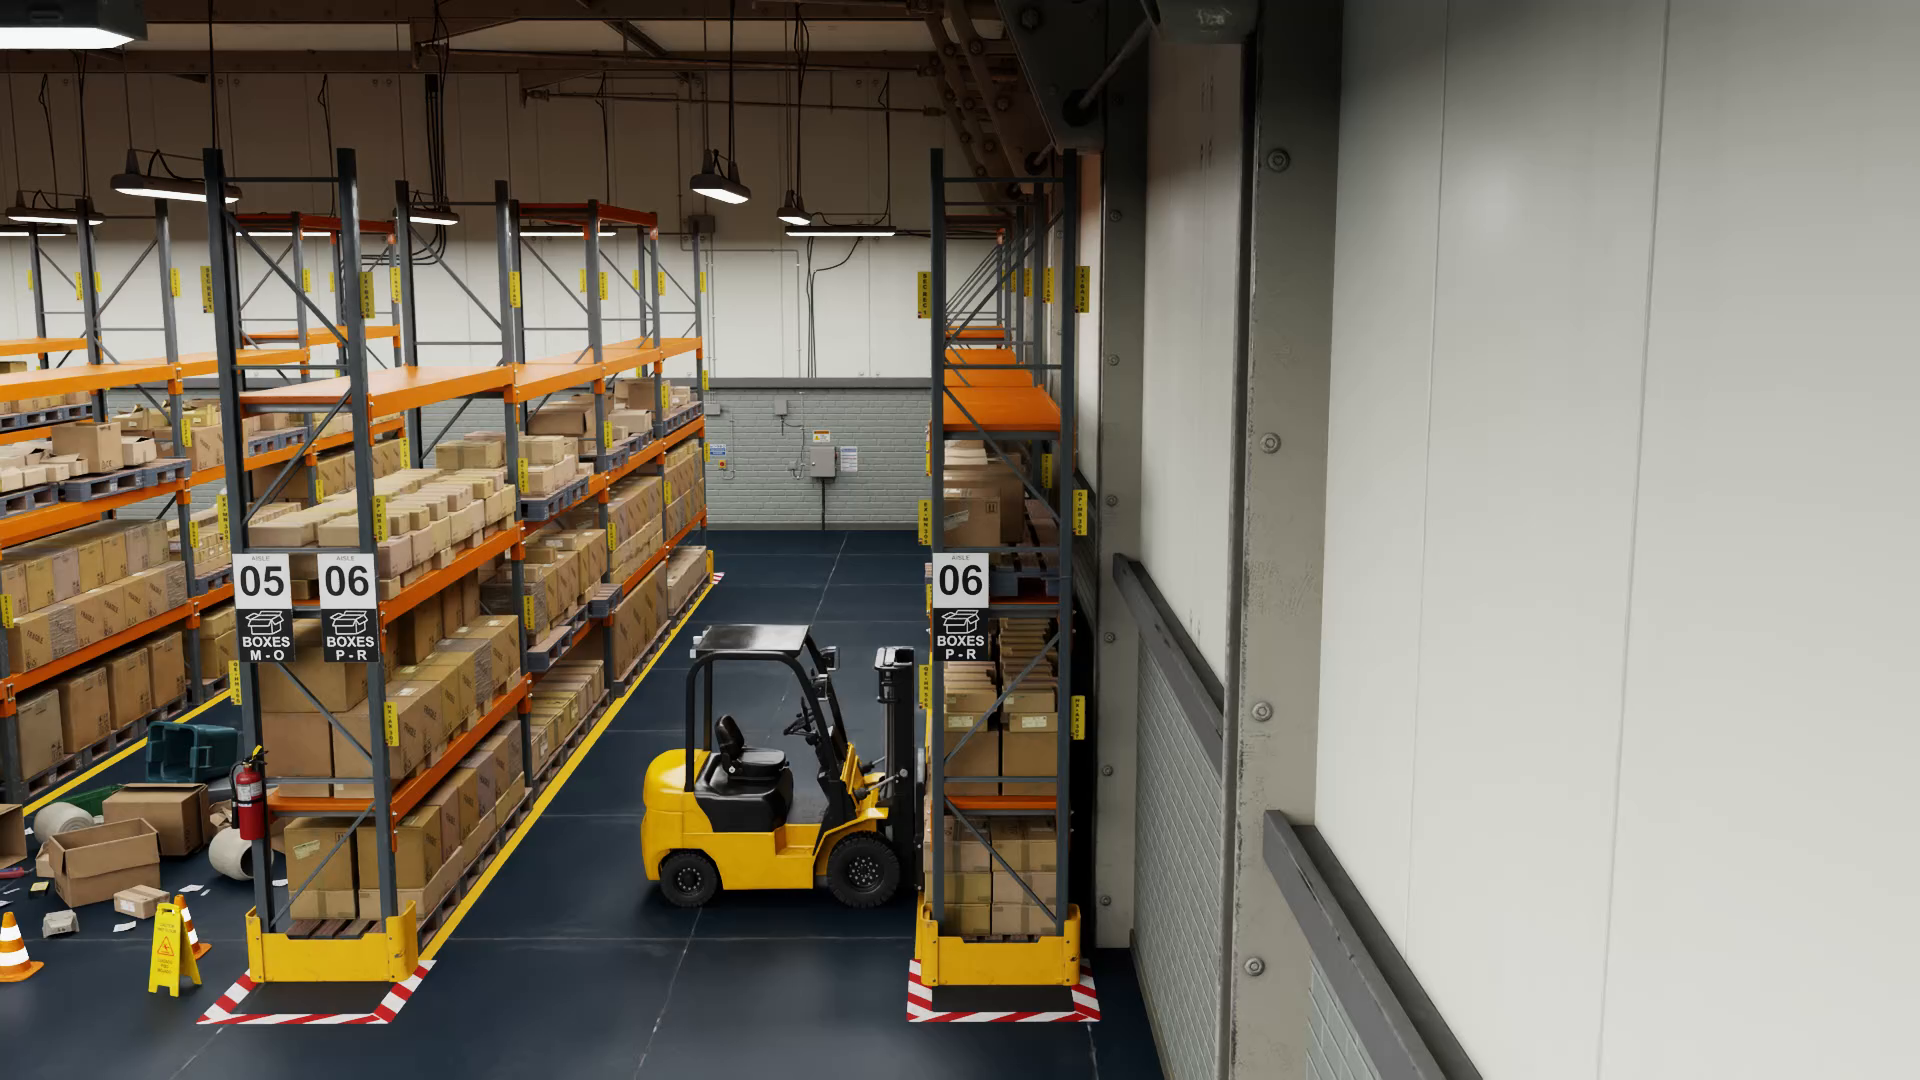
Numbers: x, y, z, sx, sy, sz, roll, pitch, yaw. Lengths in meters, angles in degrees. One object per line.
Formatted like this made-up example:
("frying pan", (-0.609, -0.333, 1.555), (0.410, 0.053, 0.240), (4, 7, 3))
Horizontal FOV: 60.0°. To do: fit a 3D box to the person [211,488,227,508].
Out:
("person", (-11.956, -0.035, 27.307), (0.657, 1.710, 0.790), (-4, 10, -23))
